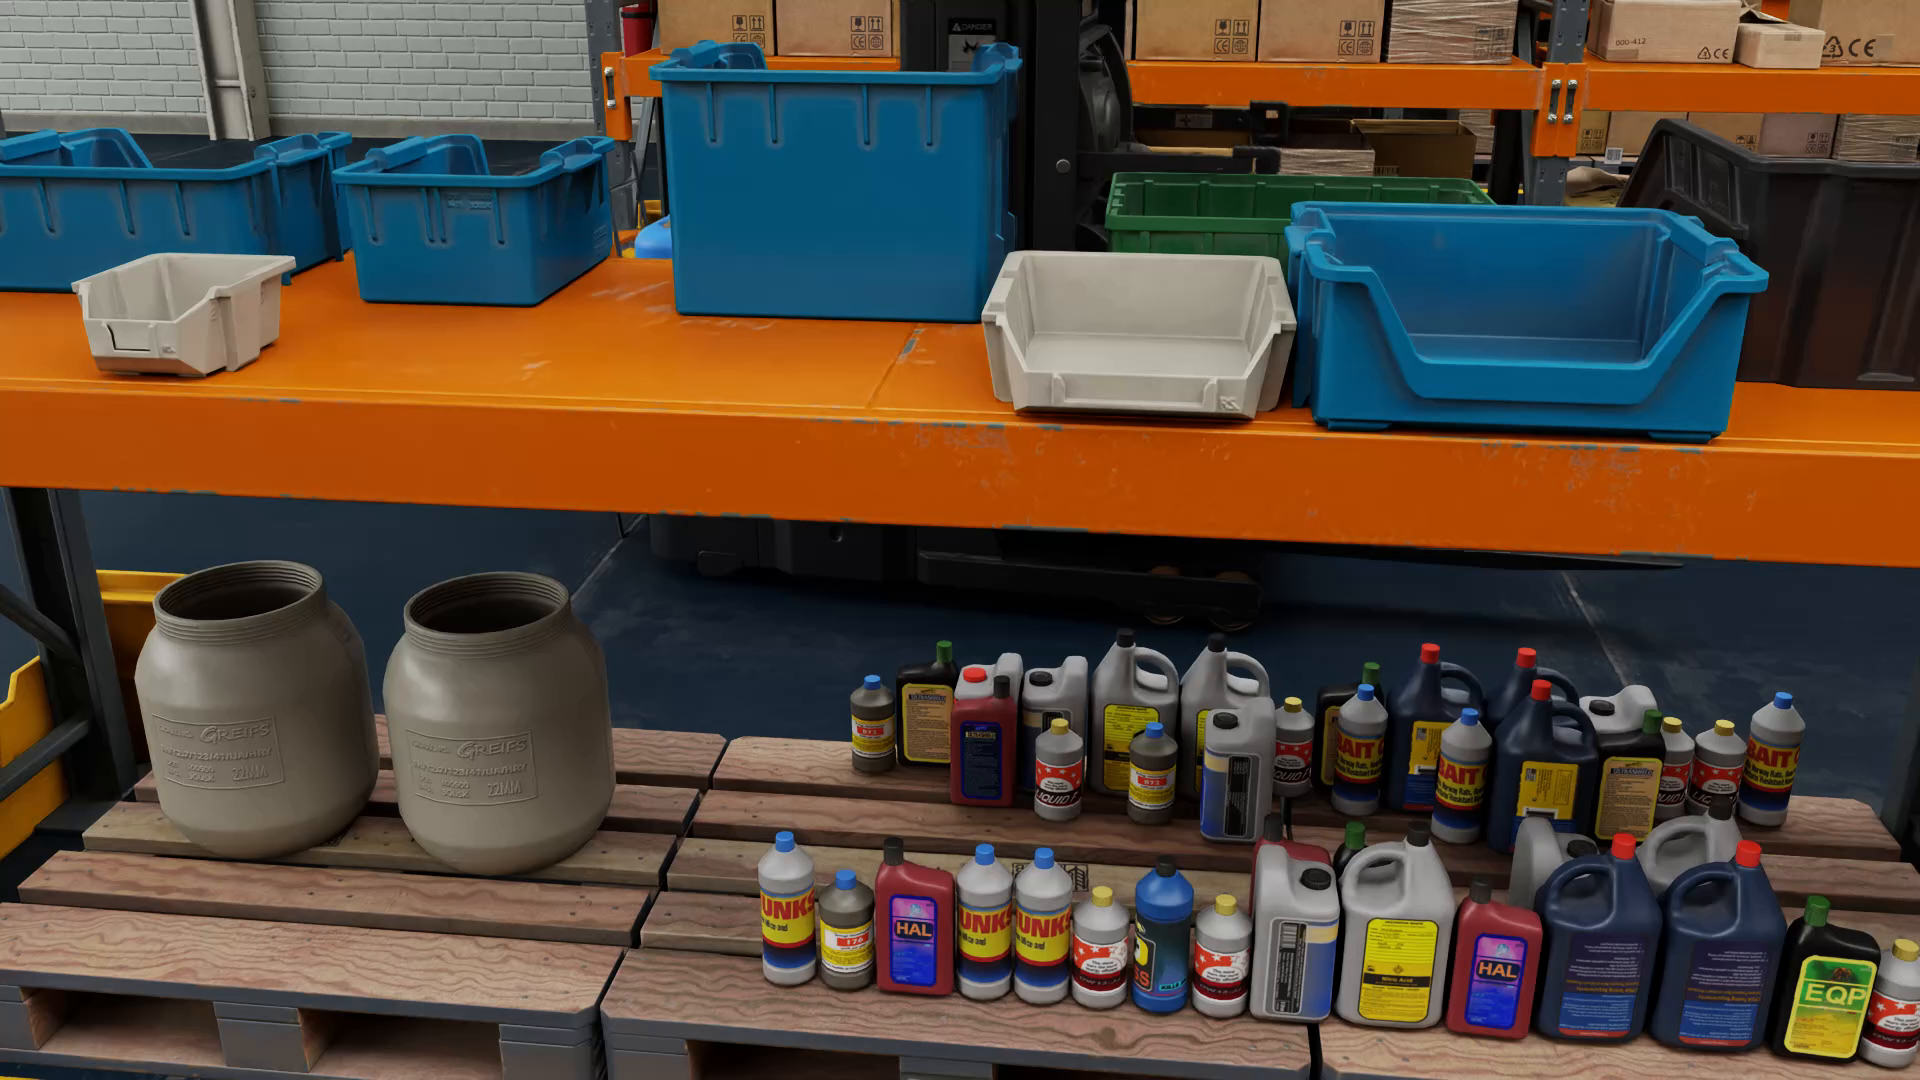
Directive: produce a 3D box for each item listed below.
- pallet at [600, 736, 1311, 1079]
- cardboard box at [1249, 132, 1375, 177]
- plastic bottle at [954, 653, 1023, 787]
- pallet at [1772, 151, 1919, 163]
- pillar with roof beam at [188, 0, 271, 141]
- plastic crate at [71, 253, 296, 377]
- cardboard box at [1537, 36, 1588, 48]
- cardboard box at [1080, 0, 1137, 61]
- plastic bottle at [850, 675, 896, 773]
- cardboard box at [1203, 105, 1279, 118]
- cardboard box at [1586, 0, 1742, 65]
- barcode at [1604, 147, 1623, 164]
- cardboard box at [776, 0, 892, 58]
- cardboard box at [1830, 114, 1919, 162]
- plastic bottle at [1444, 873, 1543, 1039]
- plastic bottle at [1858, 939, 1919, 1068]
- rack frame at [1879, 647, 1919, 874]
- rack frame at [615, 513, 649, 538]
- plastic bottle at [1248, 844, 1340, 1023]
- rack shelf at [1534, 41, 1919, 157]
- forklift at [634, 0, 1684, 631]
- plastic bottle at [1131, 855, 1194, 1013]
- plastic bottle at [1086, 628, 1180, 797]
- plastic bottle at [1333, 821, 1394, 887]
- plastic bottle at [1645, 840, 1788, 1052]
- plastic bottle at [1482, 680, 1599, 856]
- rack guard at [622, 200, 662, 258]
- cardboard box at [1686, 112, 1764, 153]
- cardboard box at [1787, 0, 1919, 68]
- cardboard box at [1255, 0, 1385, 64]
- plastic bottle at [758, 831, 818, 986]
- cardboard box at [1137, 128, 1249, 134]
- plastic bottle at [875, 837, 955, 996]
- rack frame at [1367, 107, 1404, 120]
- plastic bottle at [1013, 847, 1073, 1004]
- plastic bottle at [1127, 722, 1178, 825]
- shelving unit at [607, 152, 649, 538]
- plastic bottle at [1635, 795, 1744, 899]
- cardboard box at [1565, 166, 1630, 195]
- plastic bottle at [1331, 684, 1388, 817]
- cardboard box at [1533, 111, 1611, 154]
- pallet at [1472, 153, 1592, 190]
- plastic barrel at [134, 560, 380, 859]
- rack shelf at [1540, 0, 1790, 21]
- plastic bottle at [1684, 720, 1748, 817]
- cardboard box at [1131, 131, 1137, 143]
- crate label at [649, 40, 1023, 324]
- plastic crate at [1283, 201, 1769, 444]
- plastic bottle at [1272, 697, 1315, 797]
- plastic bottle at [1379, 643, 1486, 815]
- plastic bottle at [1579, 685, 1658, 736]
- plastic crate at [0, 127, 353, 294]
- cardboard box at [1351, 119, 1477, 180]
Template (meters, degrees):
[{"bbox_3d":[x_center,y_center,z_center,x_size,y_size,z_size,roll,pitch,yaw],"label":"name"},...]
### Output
[{"bbox_3d":[0.033,0.747,3.264,1.213,0.211,1.003,2,22,6],"label":"pallet"},{"bbox_3d":[1.515,-1.494,7.287,0.500,0.500,0.500,2,22,6],"label":"cardboard box"},{"bbox_3d":[0.060,0.375,3.517,0.135,0.276,0.152,3,22,7],"label":"plastic bottle"},{"bbox_3d":[6.272,-2.636,11.819,1.213,0.211,1.003,2,22,6],"label":"pallet"},{"bbox_3d":[-6.564,-6.007,8.395,0.400,9.000,9.100,2,22,6],"label":"pillar with roof beam"},{"bbox_3d":[-1.211,-0.348,2.599,0.250,0.136,0.298,2,22,6],"label":"plastic crate"},{"bbox_3d":[4.246,-3.418,11.788,0.500,0.250,0.500,2,22,5],"label":"cardboard box"},{"bbox_3d":[0.524,-2.391,7.272,0.500,0.500,0.700,3,22,8],"label":"cardboard box"},{"bbox_3d":[-0.187,0.389,3.583,0.097,0.201,0.097,0,22,0],"label":"plastic bottle"},{"bbox_3d":[2.040,-3.144,12.113,0.500,0.500,0.500,1,22,2],"label":"cardboard box"},{"bbox_3d":[2.991,-2.187,7.096,0.500,0.250,0.500,4,22,10],"label":"cardboard box"},{"bbox_3d":[2.701,-1.588,6.872,0.075,0.075,0.001,2,22,6],"label":"barcode"},{"bbox_3d":[-0.491,-2.436,7.386,0.500,0.500,0.700,3,22,8],"label":"cardboard box"},{"bbox_3d":[6.327,-2.952,11.629,0.500,0.500,0.700,3,22,7],"label":"cardboard box"},{"bbox_3d":[0.879,0.682,2.731,0.133,0.283,0.061,4,22,10],"label":"plastic bottle"},{"bbox_3d":[1.513,0.741,2.694,0.097,0.201,0.097,0,22,0],"label":"plastic bottle"},{"bbox_3d":[1.910,-0.454,2.508,0.127,3.000,1.000,2,22,6],"label":"rack frame"},{"bbox_3d":[-1.154,-0.608,5.358,0.006,1.200,0.240,-2,20,16],"label":"rack frame"},{"bbox_3d":[0.564,0.655,2.810,0.135,0.276,0.152,3,22,7],"label":"plastic bottle"},{"bbox_3d":[4.483,-1.841,6.996,4.000,0.370,1.077,2,22,6],"label":"rack shelf"},{"bbox_3d":[0.611,-1.316,4.783,3.031,2.935,1.130,4,22,11],"label":"forklift"},{"bbox_3d":[0.342,0.657,2.810,0.097,0.271,0.097,0,22,0],"label":"plastic bottle"},{"bbox_3d":[0.363,0.352,3.474,0.185,0.351,0.144,3,22,9],"label":"plastic bottle"},{"bbox_3d":[0.712,0.621,2.885,0.133,0.283,0.061,2,22,6],"label":"plastic bottle"},{"bbox_3d":[1.236,0.651,2.719,0.185,0.351,0.144,2,22,5],"label":"plastic bottle"},{"bbox_3d":[1.140,0.440,3.253,0.185,0.351,0.144,2,22,6],"label":"plastic bottle"},{"bbox_3d":[-1.499,-1.274,7.982,0.348,0.500,1.175,2,22,6],"label":"rack guard"},{"bbox_3d":[5.332,-3.028,11.821,0.500,0.500,0.700,2,22,6],"label":"cardboard box"},{"bbox_3d":[3.780,-2.247,6.907,0.500,0.500,0.500,4,22,10],"label":"cardboard box"},{"bbox_3d":[1.531,-2.346,7.158,0.500,0.500,0.700,2,22,6],"label":"cardboard box"},{"bbox_3d":[-0.298,0.629,2.881,0.097,0.271,0.097,0,22,0],"label":"plastic bottle"},{"bbox_3d":[1.080,-1.705,7.822,0.500,0.500,0.500,2,22,6],"label":"cardboard box"},{"bbox_3d":[-0.076,0.640,2.837,0.133,0.283,0.061,3,22,7],"label":"plastic bottle"},{"bbox_3d":[3.076,-4.071,11.657,0.127,3.000,1.000,2,22,6],"label":"rack frame"},{"bbox_3d":[0.141,0.649,2.832,0.097,0.271,0.097,0,22,0],"label":"plastic bottle"},{"bbox_3d":[0.392,0.468,3.385,0.097,0.201,0.097,0,22,0],"label":"plastic bottle"},{"bbox_3d":[-1.066,-0.611,5.333,0.189,1.200,0.258,-2,20,16],"label":"shelving unit"},{"bbox_3d":[1.253,0.598,2.852,0.185,0.351,0.144,2,22,6],"label":"plastic bottle"},{"bbox_3d":[2.933,-1.527,7.628,0.500,0.311,0.500,2,22,6],"label":"cardboard box"},{"bbox_3d":[0.819,0.423,3.403,0.097,0.271,0.097,0,22,0],"label":"plastic bottle"},{"bbox_3d":[4.328,-3.083,11.961,0.500,0.500,0.700,2,22,5],"label":"cardboard box"},{"bbox_3d":[3.849,-2.741,12.086,1.213,0.211,1.003,2,22,6],"label":"pallet"},{"bbox_3d":[-1.400,0.335,3.325,0.421,0.512,0.421,0,22,0],"label":"plastic barrel"},{"bbox_3d":[5.062,-3.650,11.571,4.000,0.370,1.077,2,22,6],"label":"rack shelf"},{"bbox_3d":[1.544,0.465,3.393,0.097,0.201,0.097,0,22,0],"label":"plastic bottle"},{"bbox_3d":[0.520,-1.530,7.380,0.500,0.500,0.500,2,22,6],"label":"cardboard box"},{"bbox_3d":[-0.203,-0.663,2.988,0.616,0.435,0.502,2,22,6],"label":"crate label"},{"bbox_3d":[0.779,-0.334,2.406,0.616,0.251,0.499,2,22,6],"label":"plastic crate"},{"bbox_3d":[0.691,0.427,3.487,0.097,0.201,0.097,0,22,0],"label":"plastic bottle"},{"bbox_3d":[0.970,0.379,3.407,0.185,0.351,0.144,2,22,4],"label":"plastic bottle"},{"bbox_3d":[1.321,0.430,3.378,0.135,0.276,0.152,3,22,8],"label":"plastic bottle"},{"bbox_3d":[-1.530,-0.645,3.195,0.616,0.251,0.499,2,22,6],"label":"plastic crate"},{"bbox_3d":[2.073,-1.662,7.713,0.500,0.500,0.500,2,22,6],"label":"cardboard box"}]
